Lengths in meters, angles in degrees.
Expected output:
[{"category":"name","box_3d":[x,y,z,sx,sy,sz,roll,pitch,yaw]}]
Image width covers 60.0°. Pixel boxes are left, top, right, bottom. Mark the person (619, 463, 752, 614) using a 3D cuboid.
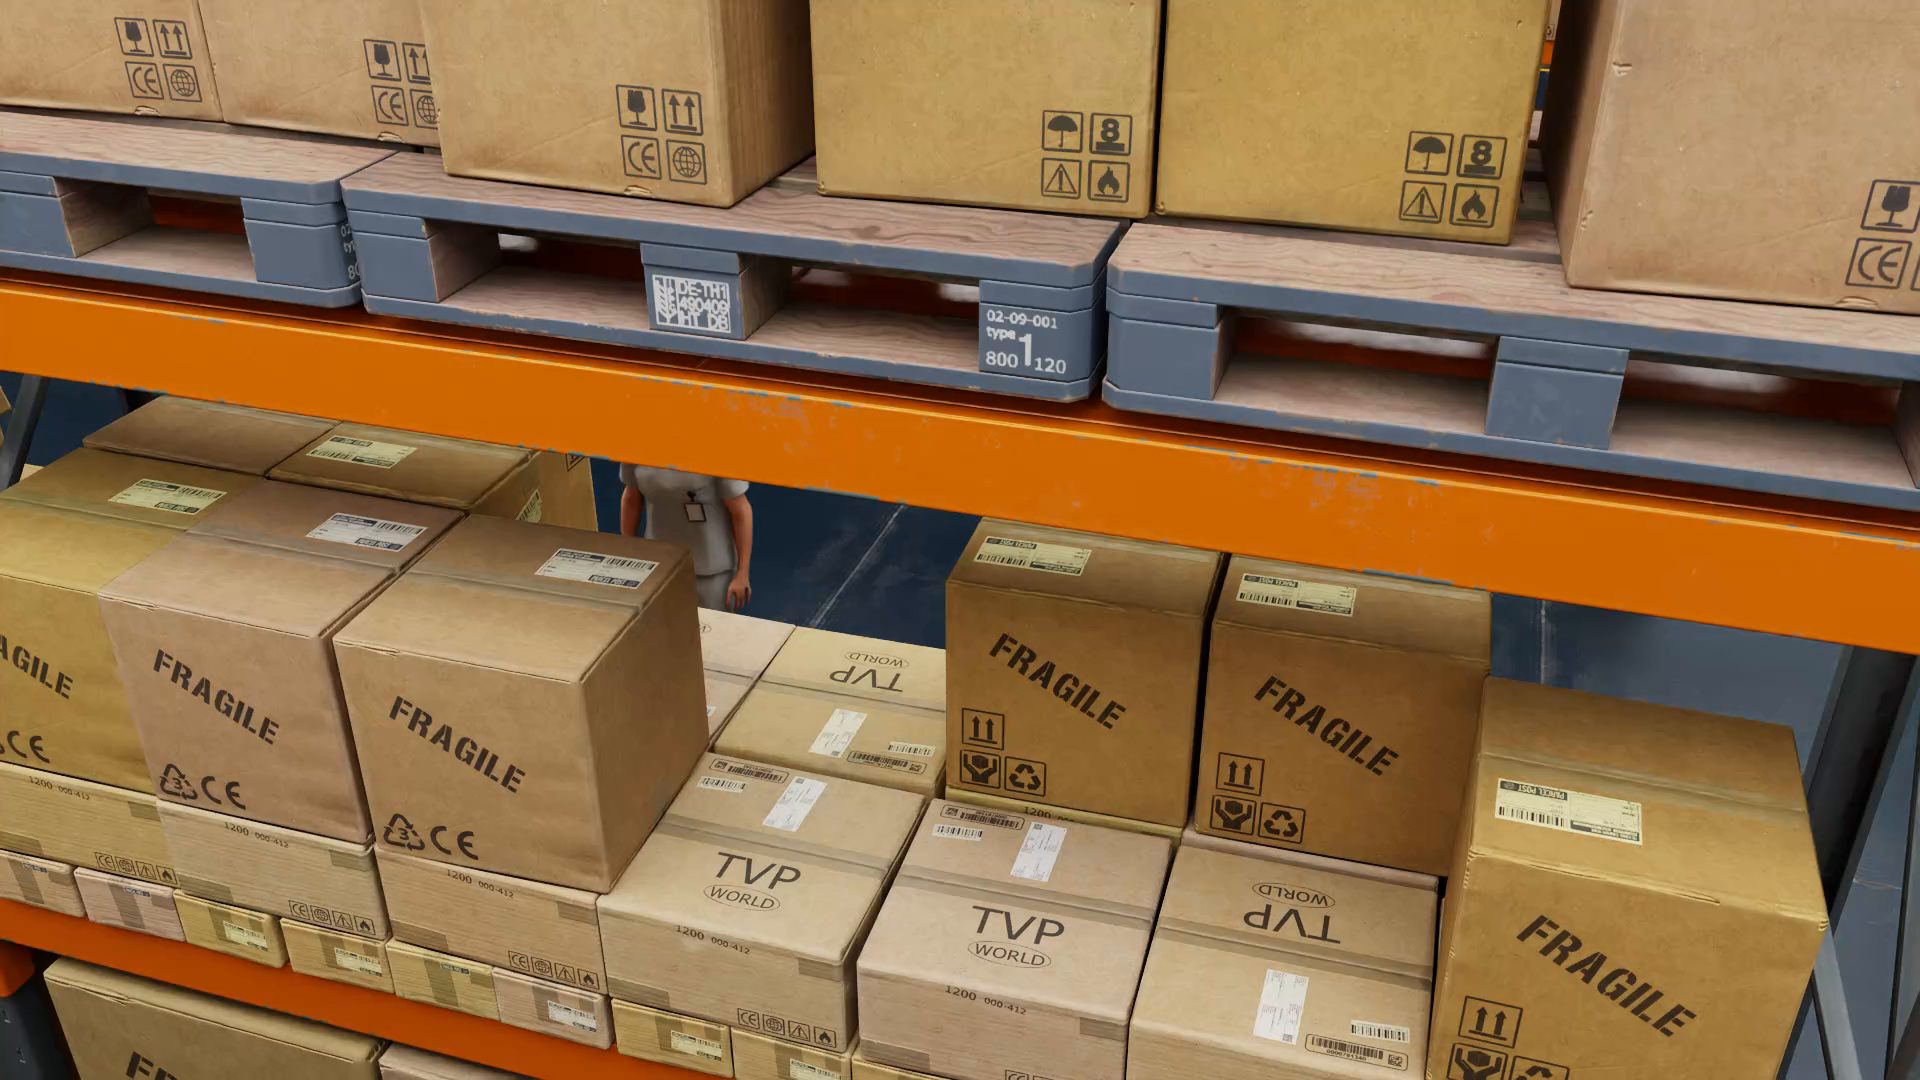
[{"category":"person","box_3d":[-0.986,0.116,5.922,0.509,1.673,0.407,7,30,13]}]
